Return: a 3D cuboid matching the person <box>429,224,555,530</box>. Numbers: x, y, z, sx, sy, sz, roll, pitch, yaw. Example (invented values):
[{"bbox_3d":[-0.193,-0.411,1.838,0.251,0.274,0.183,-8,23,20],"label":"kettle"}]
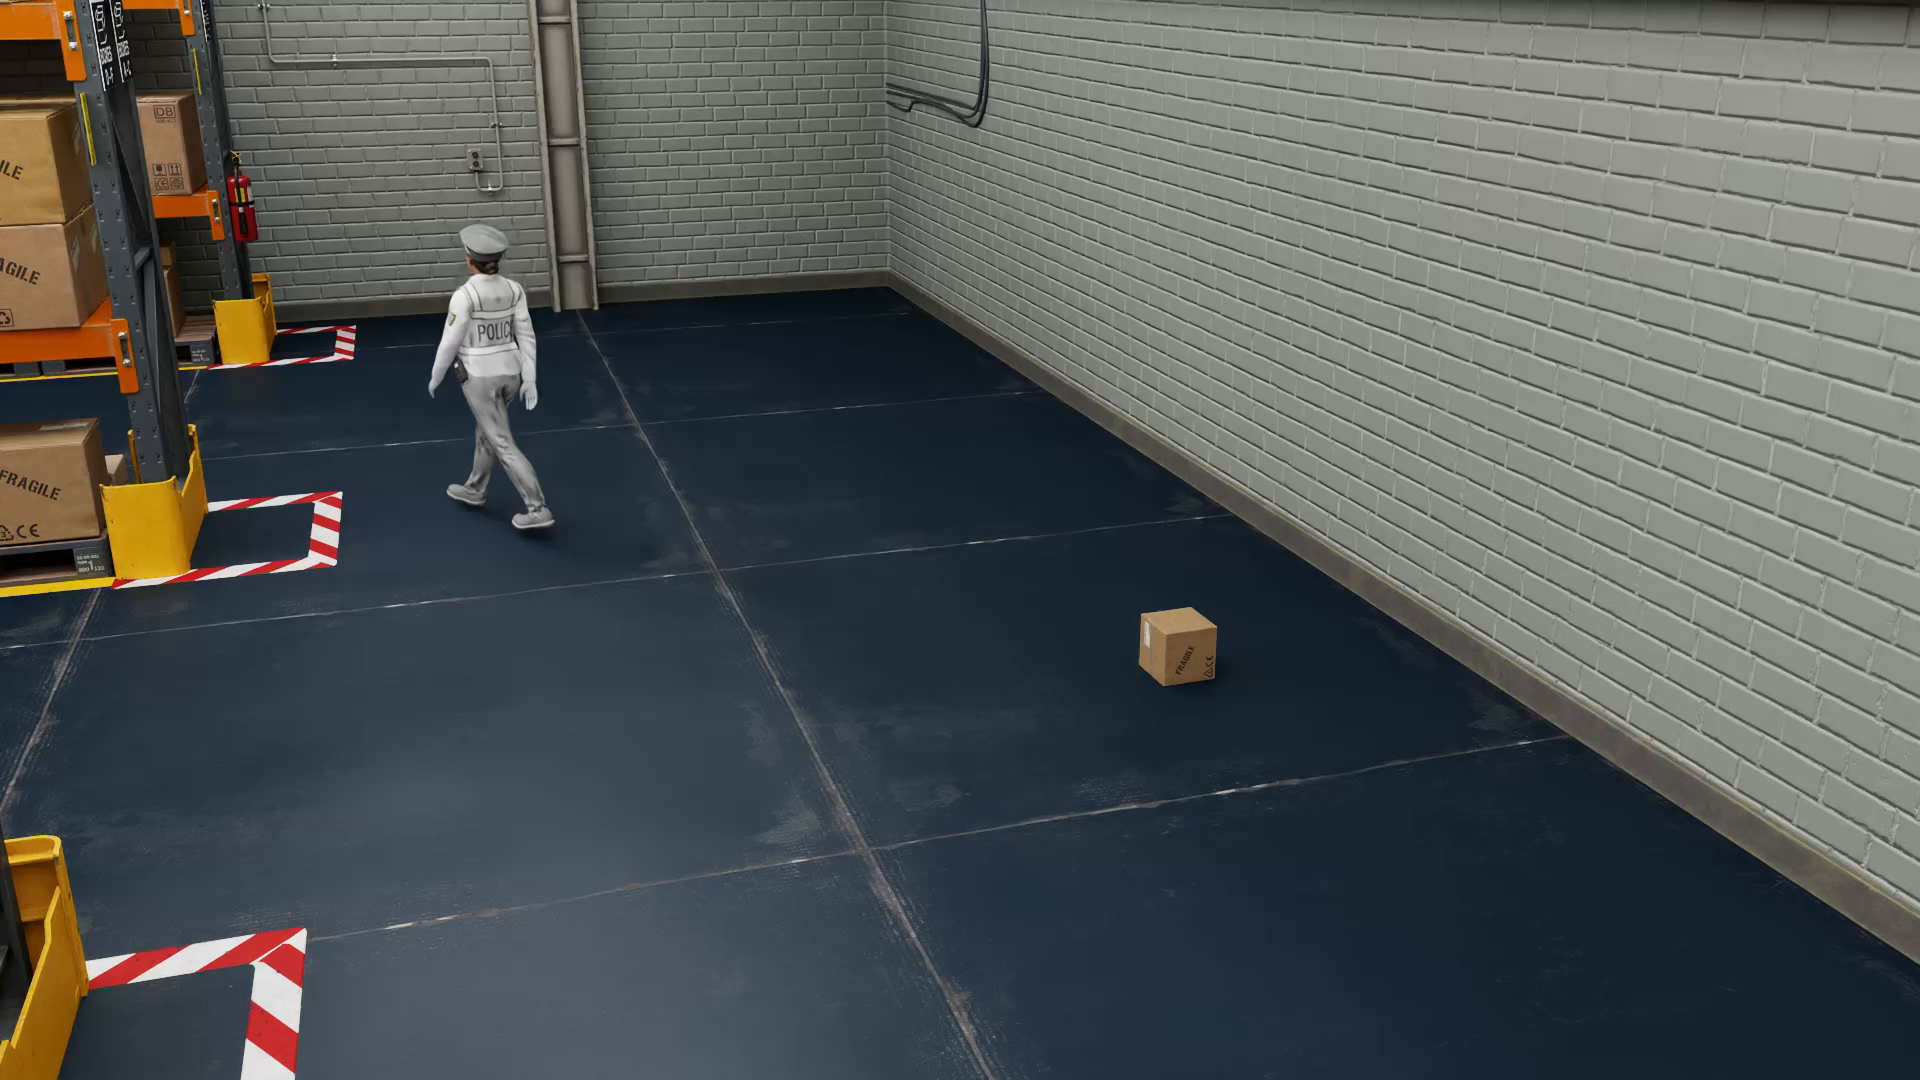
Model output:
[{"bbox_3d":[-2.611,-0.901,9.058,0.990,1.631,0.480,12,23,30],"label":"person"}]
